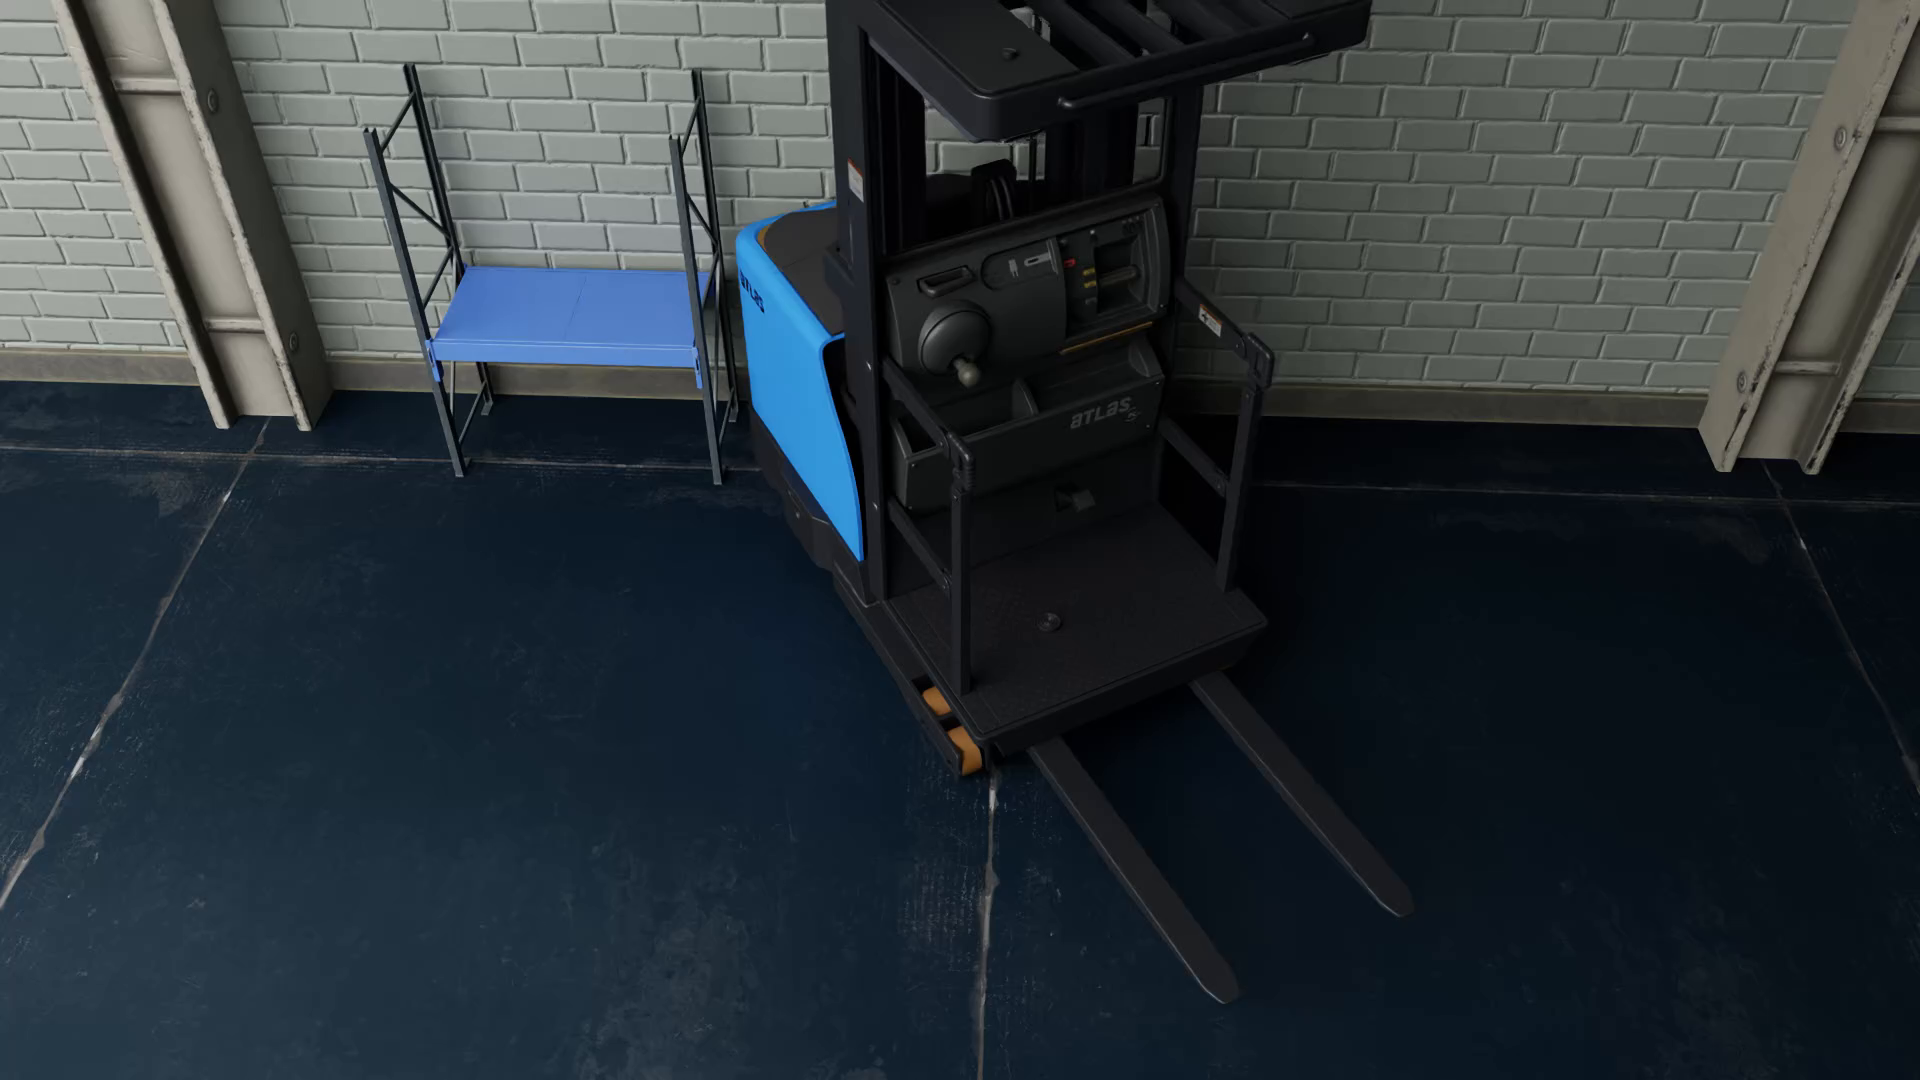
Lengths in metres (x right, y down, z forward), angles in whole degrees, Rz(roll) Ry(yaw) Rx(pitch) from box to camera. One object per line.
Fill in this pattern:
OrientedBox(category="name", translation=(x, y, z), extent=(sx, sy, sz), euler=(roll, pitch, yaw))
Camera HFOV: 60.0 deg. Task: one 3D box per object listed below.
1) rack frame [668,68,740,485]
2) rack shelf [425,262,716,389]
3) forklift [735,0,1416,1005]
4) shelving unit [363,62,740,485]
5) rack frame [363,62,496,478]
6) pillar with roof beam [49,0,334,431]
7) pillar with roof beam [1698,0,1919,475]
OrientedBox(category="rack frame", translation=(-0.932, -0.933, 6.151), extent=(0.032, 1.500, 0.500), euler=(2, 43, 2))
OrientedBox(category="rack shelf", translation=(-1.440, -0.817, 6.291), extent=(1.000, 0.185, 0.538), euler=(2, 43, 2))
OrientedBox(category="forklift", translation=(0.318, -0.656, 4.803), extent=(1.130, 2.935, 3.031), euler=(-20, 46, -20))
OrientedBox(category="shelving unit", translation=(-1.440, -0.949, 6.168), extent=(1.048, 1.500, 0.538), euler=(2, 43, 2))
OrientedBox(category="rack frame", translation=(-1.947, -0.964, 6.185), extent=(0.032, 1.500, 0.500), euler=(2, 43, 2))
OrientedBox(category="pillar with roof beam", translation=(-3.004, -0.914, 0.629), extent=(0.400, 9.000, 9.100), euler=(2, 43, 2))
OrientedBox(category="pillar with roof beam", translation=(2.990, -0.729, 0.431), extent=(0.400, 9.000, 9.100), euler=(2, 43, 2))
